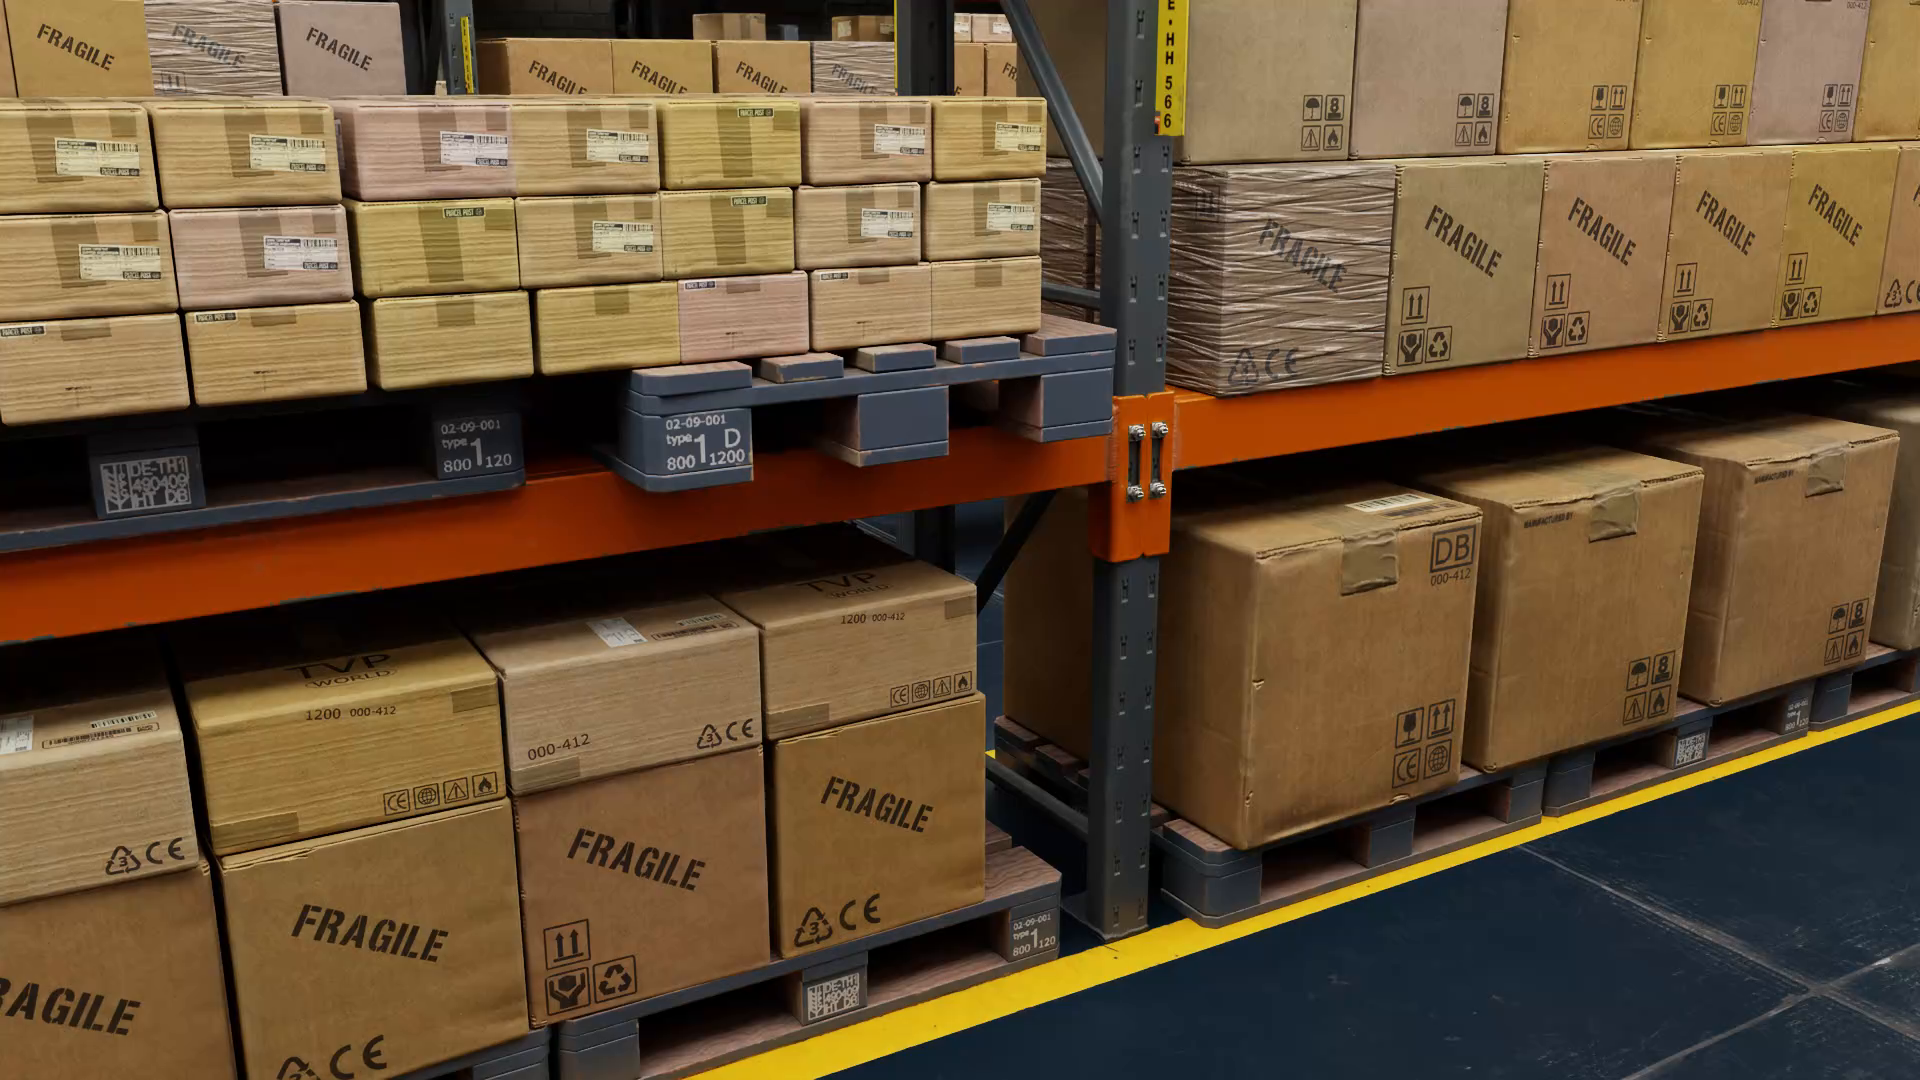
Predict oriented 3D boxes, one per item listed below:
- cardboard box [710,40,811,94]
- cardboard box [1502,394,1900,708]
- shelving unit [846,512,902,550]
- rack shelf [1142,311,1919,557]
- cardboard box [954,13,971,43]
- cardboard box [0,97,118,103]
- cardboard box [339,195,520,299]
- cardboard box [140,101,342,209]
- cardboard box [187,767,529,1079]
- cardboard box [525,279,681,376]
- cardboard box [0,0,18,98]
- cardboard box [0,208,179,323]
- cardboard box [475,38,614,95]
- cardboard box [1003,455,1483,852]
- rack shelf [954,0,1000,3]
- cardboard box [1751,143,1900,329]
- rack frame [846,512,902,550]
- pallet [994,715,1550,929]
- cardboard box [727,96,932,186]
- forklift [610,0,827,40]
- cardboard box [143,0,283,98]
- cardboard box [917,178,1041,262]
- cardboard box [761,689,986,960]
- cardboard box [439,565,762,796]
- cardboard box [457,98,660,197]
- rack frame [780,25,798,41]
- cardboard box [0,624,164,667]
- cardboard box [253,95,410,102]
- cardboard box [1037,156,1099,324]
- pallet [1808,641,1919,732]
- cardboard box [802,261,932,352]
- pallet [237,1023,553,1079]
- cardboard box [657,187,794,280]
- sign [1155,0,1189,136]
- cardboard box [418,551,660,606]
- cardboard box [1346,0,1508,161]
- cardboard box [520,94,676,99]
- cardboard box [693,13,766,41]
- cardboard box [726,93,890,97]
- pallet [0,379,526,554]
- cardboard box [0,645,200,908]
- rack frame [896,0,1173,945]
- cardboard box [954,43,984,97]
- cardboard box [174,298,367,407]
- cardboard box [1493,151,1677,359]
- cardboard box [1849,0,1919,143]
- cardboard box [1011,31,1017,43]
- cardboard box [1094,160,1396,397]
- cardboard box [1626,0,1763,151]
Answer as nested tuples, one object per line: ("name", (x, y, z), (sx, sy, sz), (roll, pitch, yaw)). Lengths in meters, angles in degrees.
("cardboard box", (-1.091, -2.286, 8.495), (0.500, 0.500, 0.500), (-9, 18, -29))
("cardboard box", (2.260, -0.038, 5.377), (0.750, 0.750, 1.050), (-9, 18, -30))
("shelving unit", (0.073, -0.734, 7.250), (1.048, 1.500, 0.538), (-9, 18, -30))
("rack shelf", (1.860, -0.535, 5.093), (4.000, 0.370, 1.077), (-9, 18, -30))
("cardboard box", (-0.148, -2.738, 8.902), (0.250, 0.149, 0.380), (-10, 19, -32))
("cardboard box", (-1.692, -0.735, 3.058), (0.250, 0.149, 0.380), (-10, 18, -30))
("cardboard box", (-0.925, -0.510, 2.809), (0.250, 0.149, 0.380), (-9, 18, -30))
("cardboard box", (-1.148, -0.617, 2.640), (0.250, 0.149, 0.380), (-8, 18, -27))
("cardboard box", (-1.176, 0.699, 3.213), (0.500, 0.500, 0.500), (-10, 19, -32))
("cardboard box", (-0.690, -0.406, 2.987), (0.250, 0.149, 0.380), (-9, 18, -30))
("cardboard box", (-4.101, -1.922, 6.672), (0.500, 0.500, 0.500), (-10, 18, -31))
("cardboard box", (-1.369, -0.438, 2.551), (0.250, 0.149, 0.380), (-10, 18, -31))
("cardboard box", (-1.986, -2.137, 7.961), (0.500, 0.500, 0.500), (-10, 18, -31))
("cardboard box", (0.714, 0.214, 4.479), (0.750, 0.750, 1.050), (-9, 18, -30))
("rack shelf", (0.093, -4.814, 14.802), (4.000, 0.370, 1.077), (-9, 18, -30))
("cardboard box", (2.398, -0.932, 4.994), (0.500, 0.500, 0.500), (-9, 18, -29))
("rack frame", (-0.363, -0.663, 6.998), (0.032, 1.500, 0.500), (-9, 18, -30))
("pallet", (0.860, 0.647, 4.709), (1.213, 0.211, 1.003), (-9, 18, -30))
("cardboard box", (-0.255, -0.762, 3.157), (0.250, 0.149, 0.380), (-9, 18, -30))
("forklift", (-1.542, -2.664, 11.482), (3.031, 2.935, 1.130), (-9, 18, -30))
("cardboard box", (-3.235, -2.058, 7.158), (0.500, 0.500, 0.500), (-9, 18, -29))
("cardboard box", (-0.044, -0.654, 3.320), (0.250, 0.149, 0.380), (-9, 18, -29))
("cardboard box", (-0.284, 0.550, 3.743), (0.500, 0.500, 0.500), (-9, 18, -30))
("cardboard box", (-0.733, 0.266, 3.369), (0.500, 0.250, 0.500), (-9, 18, -29))
("cardboard box", (-0.707, -0.688, 2.892), (0.250, 0.149, 0.380), (-9, 18, -28))
("rack frame", (-1.621, -3.438, 14.118), (0.127, 3.000, 1.000), (-9, 18, -30))
("cardboard box", (-1.882, 0.286, 3.296), (0.500, 0.250, 0.500), (-10, 19, -32))
("cardboard box", (-1.250, -0.806, 3.312), (0.250, 0.149, 0.380), (-8, 18, -27))
("cardboard box", (0.393, -0.776, 4.436), (0.500, 0.500, 0.500), (-9, 18, -30))
("pallet", (2.952, 0.308, 5.919), (1.213, 0.211, 1.003), (-9, 18, -30))
("cardboard box", (-0.254, -0.475, 3.236), (0.250, 0.149, 0.380), (-9, 18, -30))
("pallet", (-1.570, 1.016, 3.393), (1.213, 0.211, 1.003), (-9, 18, -30))
("cardboard box", (-0.496, -0.579, 3.054), (0.250, 0.149, 0.380), (-9, 18, -28))
("sign", (0.433, -0.998, 3.415), (0.005, 0.325, 0.100), (-9, 18, -30))
("cardboard box", (-1.005, 0.148, 3.790), (0.500, 0.250, 0.500), (-9, 18, -30))
("cardboard box", (0.968, -1.263, 4.322), (0.500, 0.500, 0.700), (-10, 18, -31))
("cardboard box", (-0.792, -0.880, 3.578), (0.250, 0.149, 0.380), (-9, 18, -30))
("cardboard box", (-1.233, -2.733, 8.886), (0.250, 0.149, 0.380), (-10, 19, -32))
("cardboard box", (-0.354, -0.951, 3.830), (0.250, 0.149, 0.380), (-9, 18, -30))
("pallet", (-1.530, -0.226, 3.015), (1.213, 0.211, 1.003), (-9, 18, -30))
("cardboard box", (-1.619, 0.407, 2.864), (0.500, 0.250, 0.500), (-8, 18, -28))
("rack frame", (0.145, -0.603, 4.004), (0.127, 3.000, 1.000), (-9, 18, -30))
("cardboard box", (-0.209, -2.427, 8.997), (0.500, 0.500, 0.500), (-9, 18, -28))
("cardboard box", (-1.143, -0.332, 2.726), (0.250, 0.149, 0.380), (-9, 18, -28))
("cardboard box", (1.536, -0.793, 4.495), (0.500, 0.500, 0.500), (-9, 18, -30))
("cardboard box", (2.712, -1.546, 5.331), (0.500, 0.500, 0.700), (-10, 18, -31))
("cardboard box", (0.353, -3.013, 9.884), (0.250, 0.149, 0.380), (-9, 18, -30))
("cardboard box", (0.669, -0.651, 3.990), (0.500, 0.500, 0.500), (-9, 18, -29))
("cardboard box", (1.845, -1.406, 4.832), (0.500, 0.500, 0.700), (-9, 18, -30))
